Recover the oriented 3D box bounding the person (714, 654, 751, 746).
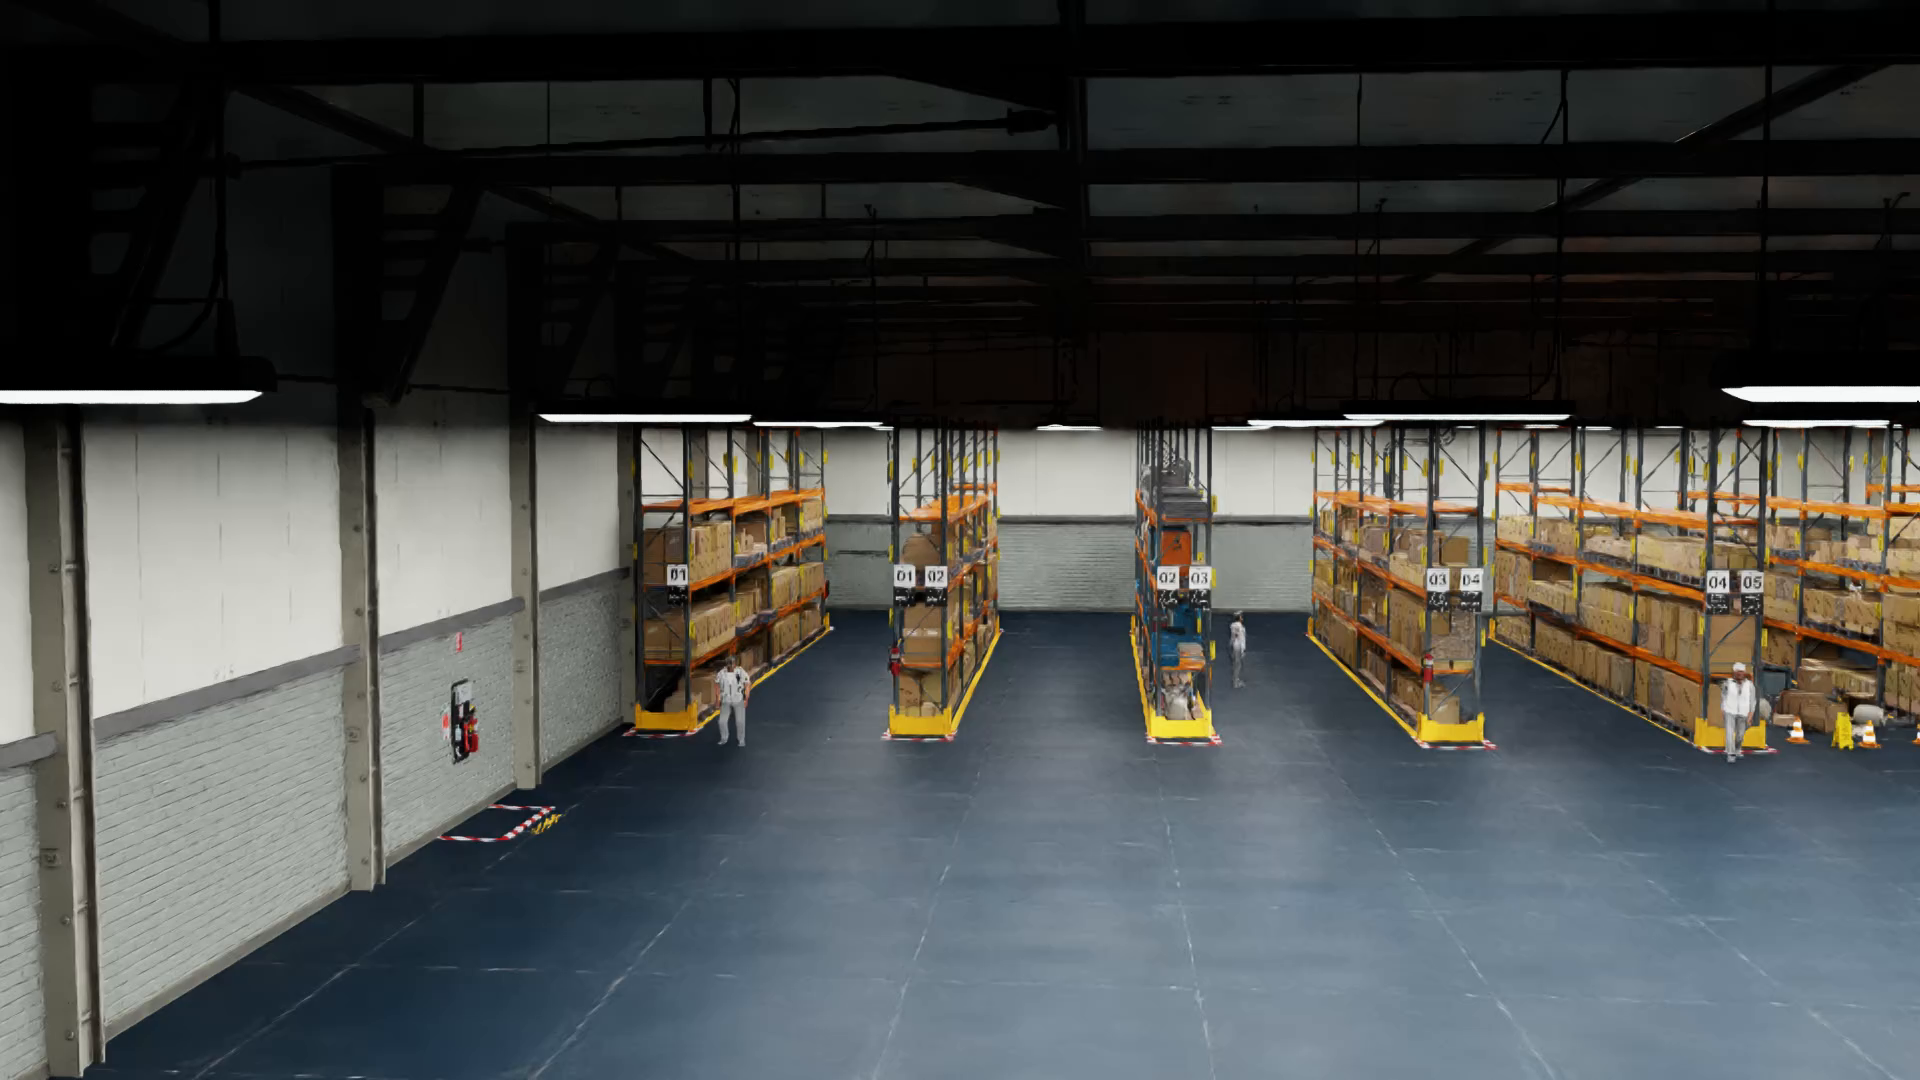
[{"bbox_3d":[-4.138,2.896,30.228,0.680,1.714,0.538,0,4,3],"label":"person"}]

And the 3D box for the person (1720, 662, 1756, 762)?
[{"bbox_3d":[13.498,2.972,28.839,0.539,1.714,1.033,1,4,14],"label":"person"}]

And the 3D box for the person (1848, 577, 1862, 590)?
[{"bbox_3d":[25.168,1.802,46.613,0.536,1.780,0.657,-1,4,-22],"label":"person"}]

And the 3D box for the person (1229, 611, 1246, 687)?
[{"bbox_3d":[6.265,2.428,37.357,0.436,1.680,0.546,-1,4,-20],"label":"person"}]
